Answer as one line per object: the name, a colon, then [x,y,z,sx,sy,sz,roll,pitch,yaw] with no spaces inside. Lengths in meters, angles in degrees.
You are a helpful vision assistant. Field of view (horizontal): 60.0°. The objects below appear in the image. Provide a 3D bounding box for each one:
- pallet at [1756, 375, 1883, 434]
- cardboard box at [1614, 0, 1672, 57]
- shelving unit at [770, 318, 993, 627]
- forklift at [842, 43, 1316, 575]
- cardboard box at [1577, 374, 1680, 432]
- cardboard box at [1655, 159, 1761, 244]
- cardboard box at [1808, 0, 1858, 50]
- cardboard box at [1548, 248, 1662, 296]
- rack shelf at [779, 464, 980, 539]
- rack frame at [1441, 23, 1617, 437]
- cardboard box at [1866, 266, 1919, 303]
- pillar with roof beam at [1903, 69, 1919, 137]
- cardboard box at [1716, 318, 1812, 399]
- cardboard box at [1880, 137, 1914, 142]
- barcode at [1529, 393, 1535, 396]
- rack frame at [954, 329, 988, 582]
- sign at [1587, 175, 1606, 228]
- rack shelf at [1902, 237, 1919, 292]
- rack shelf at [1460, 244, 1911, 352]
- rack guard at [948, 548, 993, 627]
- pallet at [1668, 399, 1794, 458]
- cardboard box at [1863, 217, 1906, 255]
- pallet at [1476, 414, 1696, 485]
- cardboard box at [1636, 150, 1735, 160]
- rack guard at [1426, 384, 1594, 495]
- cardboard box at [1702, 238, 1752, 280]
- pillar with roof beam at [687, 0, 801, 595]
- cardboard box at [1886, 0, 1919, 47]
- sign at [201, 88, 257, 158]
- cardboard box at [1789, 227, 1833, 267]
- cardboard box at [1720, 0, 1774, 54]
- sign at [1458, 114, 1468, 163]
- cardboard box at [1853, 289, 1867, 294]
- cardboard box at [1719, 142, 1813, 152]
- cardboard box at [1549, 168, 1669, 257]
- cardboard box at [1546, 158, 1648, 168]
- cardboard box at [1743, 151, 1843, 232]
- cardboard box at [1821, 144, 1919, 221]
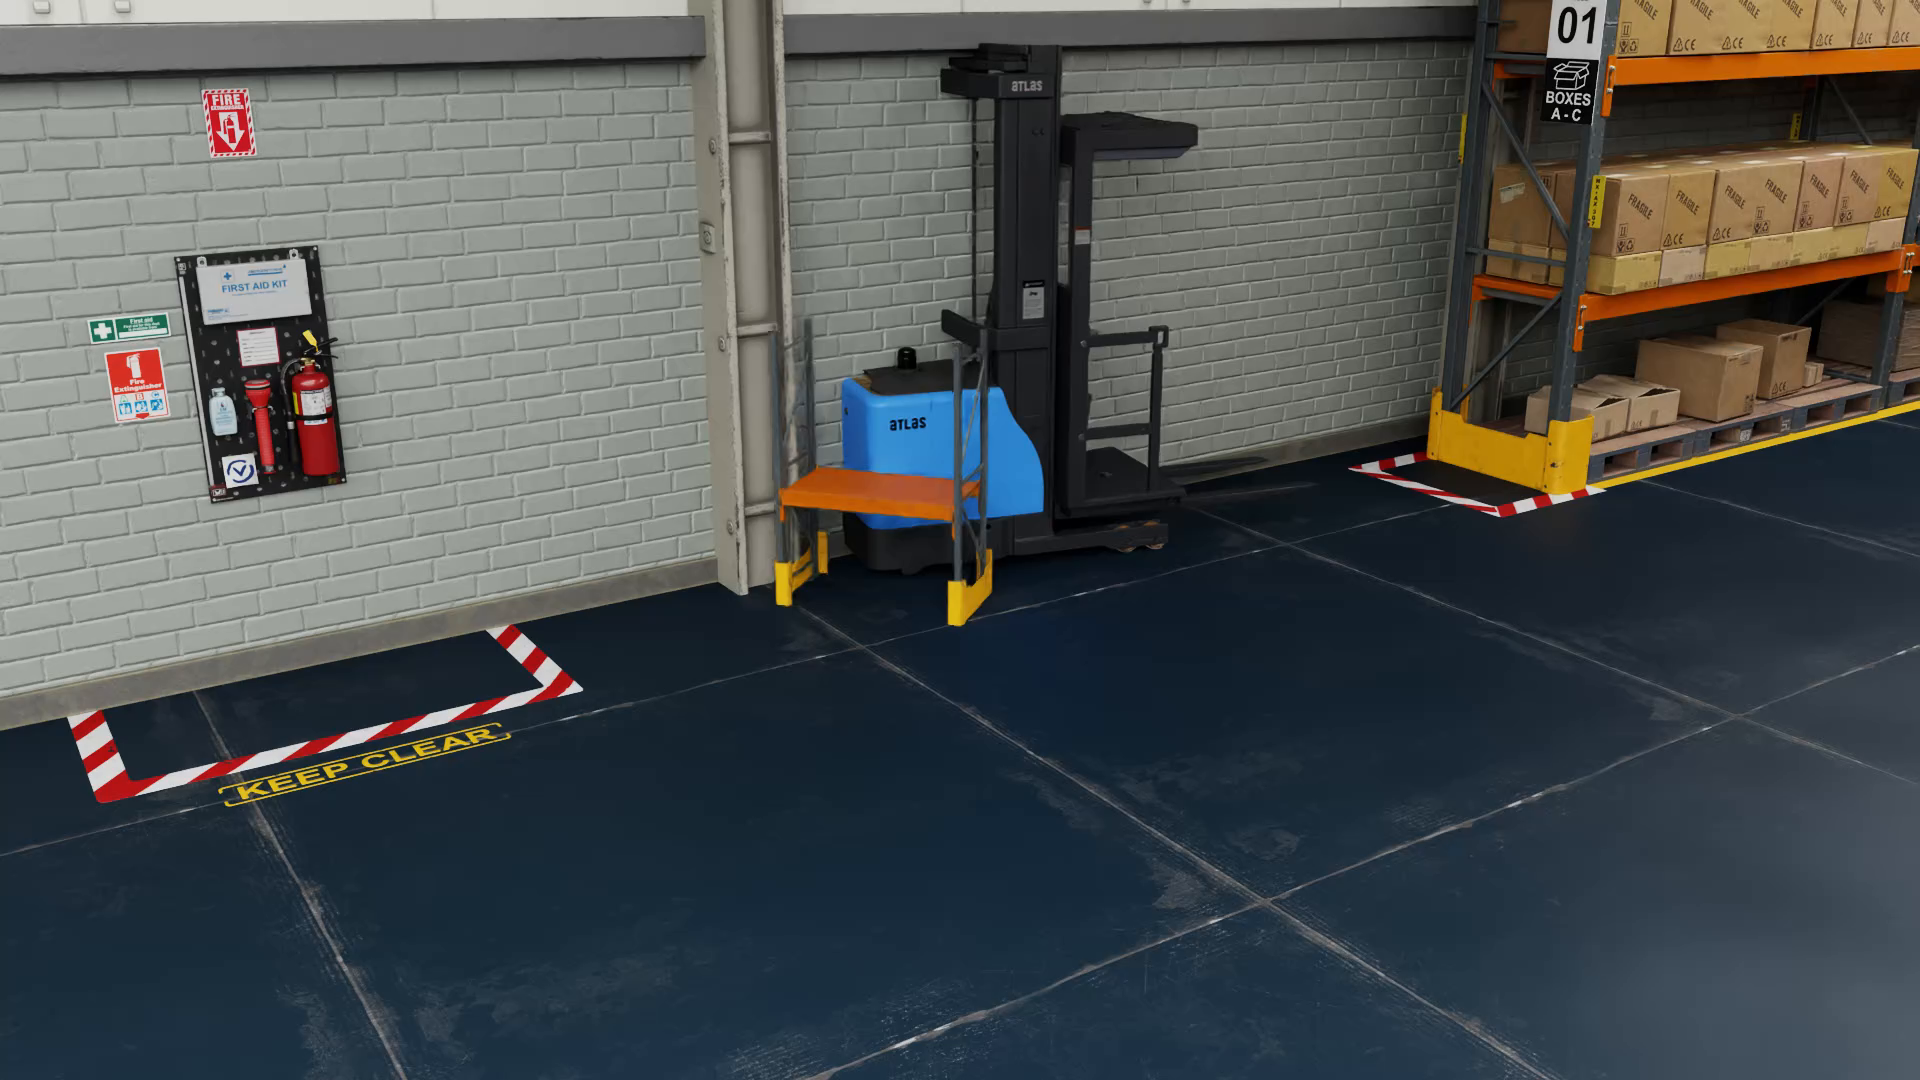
pallet: [6.547,-1.144,13.298,1.213,0.211,1.003,-12,22,-31]
cardboard box: [4.165,-3.358,10.622,0.500,0.500,0.500,-11,22,-30]
shelving unit: [-0.415,-0.389,9.039,1.083,1.500,0.587,6,19,17]
forklift: [0.736,-1.462,9.992,3.031,2.935,1.130,-7,20,-19]
cardboard box: [4.851,-1.021,12.092,0.500,0.311,0.500,-10,21,-27]
cardboard box: [5.165,-2.359,11.571,0.500,0.500,0.500,-13,22,-33]
cardboard box: [5.931,-3.722,11.699,0.500,0.500,0.500,-13,23,-33]
cardboard box: [4.330,-1.827,11.169,0.500,0.250,0.500,-13,22,-33]
rack shelf: [-0.423,-0.219,9.097,1.000,0.185,0.538,6,19,17]
rack frame: [3.748,-1.888,11.145,0.127,3.000,1.000,-12,22,-31]
cardboard box: [8.060,-2.184,14.068,0.500,0.250,0.500,-12,22,-33]
pillar with roof beam: [11.235,-4.990,10.953,0.400,9.000,9.100,-12,22,-31]
cardboard box: [6.244,-1.423,12.987,0.500,0.500,0.500,-14,23,-35]
cardboard box: [8.003,-3.025,13.666,0.500,0.500,0.700,-9,21,-26]
barcode: [4.170,-1.035,12.119,0.075,0.075,0.001,-12,22,-31]
rack frame: [0.060,-0.341,8.892,0.032,1.500,0.500,6,19,17]
sign: [4.046,-2.153,10.577,0.005,0.325,0.100,-12,22,-31]
rack shelf: [8.759,-2.604,14.386,4.000,0.370,1.077,-12,22,-31]
rack shelf: [5.418,-1.899,12.302,4.000,0.370,1.077,-12,22,-31]
rack guard: [0.059,0.253,9.087,0.087,0.250,0.587,6,19,17]
pallet: [5.527,-0.927,12.658,1.213,0.211,1.003,-12,22,-31]
cardboard box: [6.860,-2.366,12.763,0.500,0.250,0.500,-12,22,-31]
pallet: [4.509,-0.714,12.027,1.213,0.211,1.003,-12,22,-31]
cardboard box: [5.300,-2.588,12.249,0.500,0.500,0.500,-12,22,-31]
rack guard: [3.811,-0.717,11.585,0.348,0.500,1.175,-12,22,-31]
cardboard box: [5.185,-2.011,11.711,0.500,0.250,0.500,-12,22,-32]
pillar with roof beam: [1.213,-2.876,4.701,0.400,9.000,9.100,-12,22,-31]
cardboard box: [6.801,-3.915,12.269,0.500,0.500,0.500,-11,22,-30]
sign: [-3.301,-1.884,7.514,0.199,0.298,0.001,-12,22,-31]
cardboard box: [6.027,-2.188,12.236,0.500,0.250,0.500,-12,22,-32]
cardboard box: [5.064,-3.535,11.147,0.500,0.500,0.500,-11,21,-29]
sign: [3.459,-2.738,11.359,0.005,0.325,0.100,-12,22,-31]
cardboard box: [8.098,-1.855,14.265,0.500,0.500,0.700,-12,22,-32]
cardboard box: [6.147,-2.769,12.784,0.500,0.500,0.500,-12,22,-32]
cardboard box: [4.312,-2.185,11.057,0.500,0.500,0.500,-12,22,-31]
cardboard box: [4.450,-2.407,11.714,0.500,0.500,0.500,-12,22,-31]
cardboard box: [6.023,-2.545,12.120,0.500,0.500,0.500,-13,22,-33]
cardboard box: [6.864,-2.720,12.639,0.500,0.500,0.500,-12,22,-32]
